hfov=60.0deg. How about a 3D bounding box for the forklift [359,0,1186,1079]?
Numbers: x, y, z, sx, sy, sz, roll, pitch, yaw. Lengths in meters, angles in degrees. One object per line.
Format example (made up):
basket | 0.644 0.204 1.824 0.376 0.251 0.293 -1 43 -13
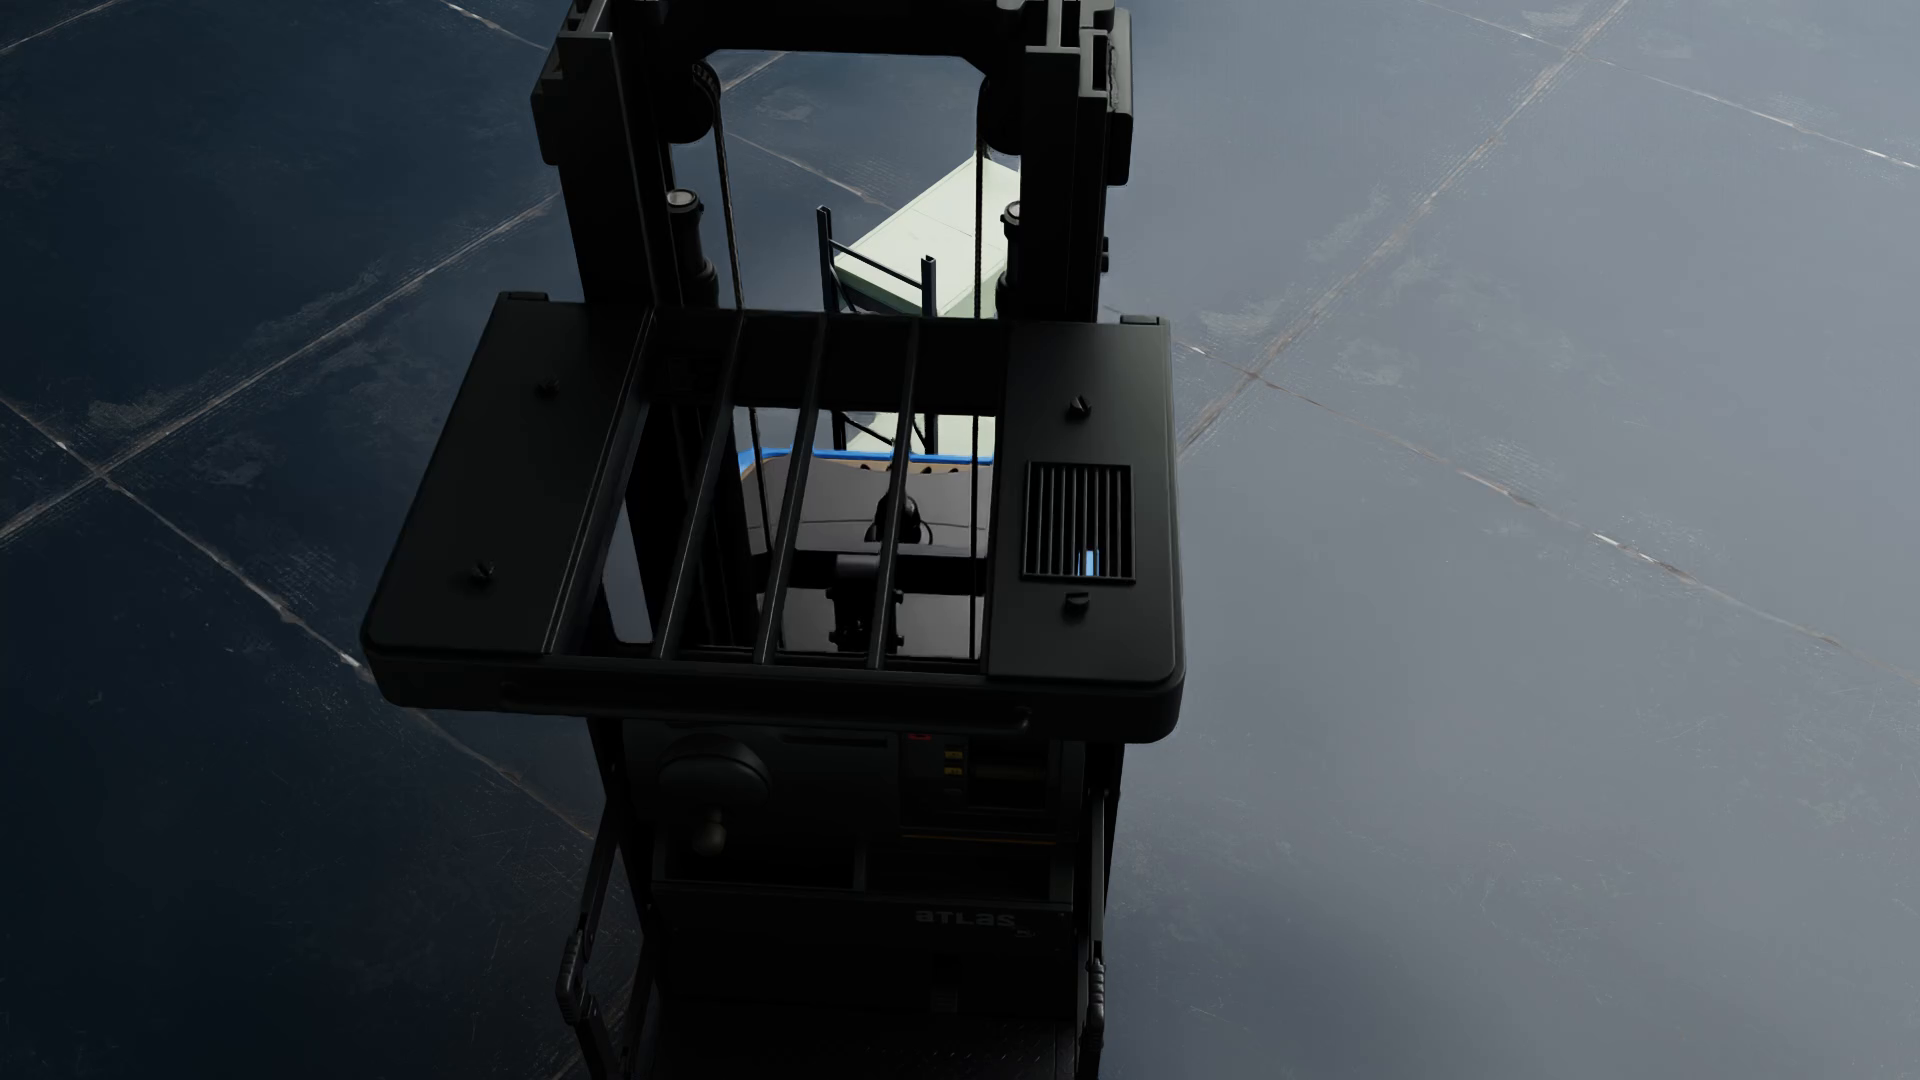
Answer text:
forklift | -0.225 0.550 3.197 1.130 2.935 3.031 3 46 2

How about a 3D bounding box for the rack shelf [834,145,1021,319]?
rack shelf | -0.004 -0.784 4.922 0.431 0.370 0.720 29 53 25

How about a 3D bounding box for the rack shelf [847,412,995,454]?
rack shelf | -0.004 -0.289 5.440 0.431 0.370 0.720 29 53 25

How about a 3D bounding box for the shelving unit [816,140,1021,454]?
shelving unit | -0.004 -0.514 5.204 0.431 1.500 0.755 29 53 25

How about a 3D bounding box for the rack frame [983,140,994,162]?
rack frame | 0.220 -0.724 5.404 0.400 1.500 0.023 29 53 25

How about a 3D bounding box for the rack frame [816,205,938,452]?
rack frame | -0.228 -0.305 5.004 0.400 1.500 0.023 29 53 25
